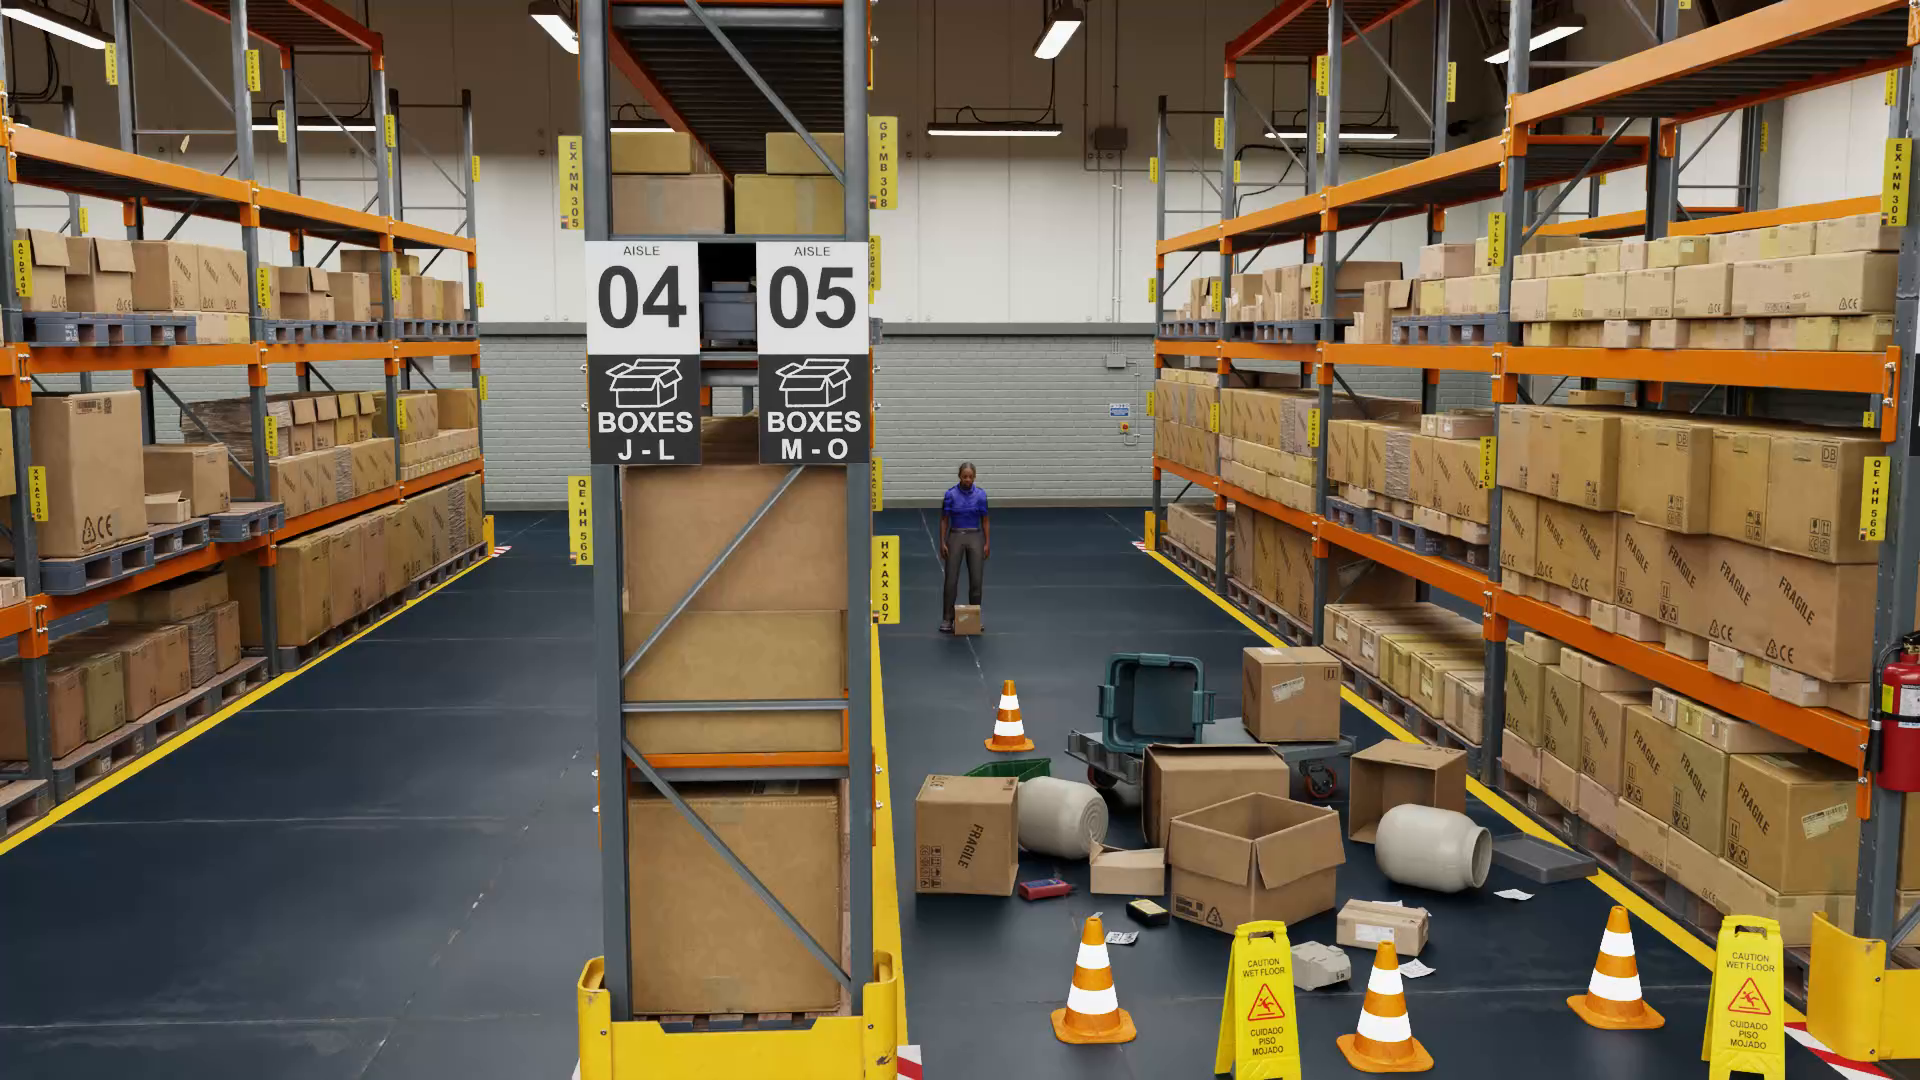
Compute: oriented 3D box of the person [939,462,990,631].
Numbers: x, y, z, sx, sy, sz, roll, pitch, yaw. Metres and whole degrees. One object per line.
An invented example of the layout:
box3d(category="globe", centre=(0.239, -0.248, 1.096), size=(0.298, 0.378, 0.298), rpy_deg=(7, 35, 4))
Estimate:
box3d(category="person", centre=(0.042, 0.053, 16.341), size=(0.509, 1.655, 0.350), rpy_deg=(0, 7, -4))
